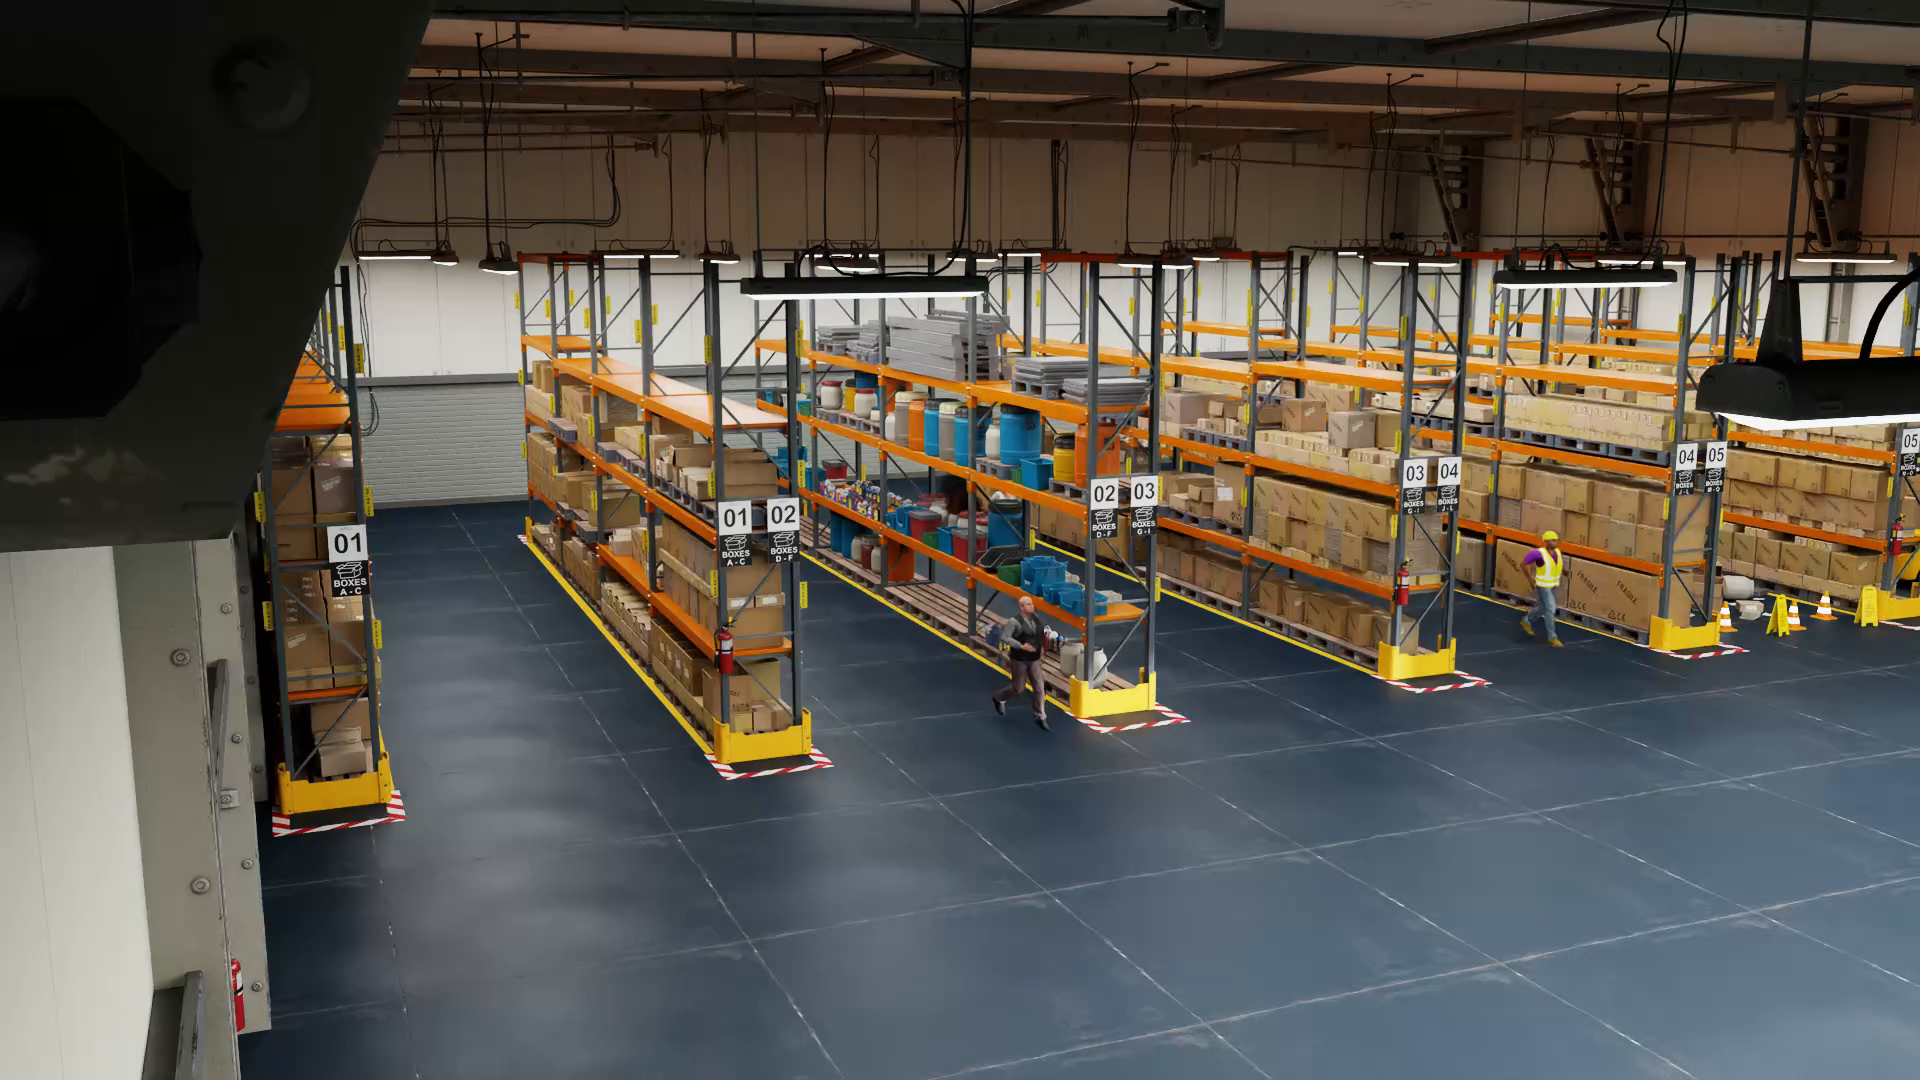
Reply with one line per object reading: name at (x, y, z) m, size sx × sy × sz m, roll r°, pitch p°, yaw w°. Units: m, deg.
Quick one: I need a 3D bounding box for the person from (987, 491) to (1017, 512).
person at (0.839, -0.396, 31.174) m, size 0.656 × 1.612 × 0.707 m, roll -6°, pitch 12°, yaw -29°

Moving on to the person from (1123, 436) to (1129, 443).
person at (3.878, -1.618, 39.285) m, size 0.580 × 1.725 × 0.730 m, roll -2°, pitch 10°, yaw -9°

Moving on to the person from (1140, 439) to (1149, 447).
person at (4.801, -2.136, 41.702) m, size 0.663 × 1.784 × 0.987 m, roll 9°, pitch 14°, yaw 42°

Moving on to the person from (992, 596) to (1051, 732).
person at (0.830, 1.578, 21.696) m, size 0.698 × 1.738 × 0.938 m, roll -9°, pitch 13°, yaw -39°

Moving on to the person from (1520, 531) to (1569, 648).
person at (9.206, 0.729, 26.127) m, size 0.699 × 1.774 × 0.922 m, roll -7°, pitch 12°, yaw -33°
